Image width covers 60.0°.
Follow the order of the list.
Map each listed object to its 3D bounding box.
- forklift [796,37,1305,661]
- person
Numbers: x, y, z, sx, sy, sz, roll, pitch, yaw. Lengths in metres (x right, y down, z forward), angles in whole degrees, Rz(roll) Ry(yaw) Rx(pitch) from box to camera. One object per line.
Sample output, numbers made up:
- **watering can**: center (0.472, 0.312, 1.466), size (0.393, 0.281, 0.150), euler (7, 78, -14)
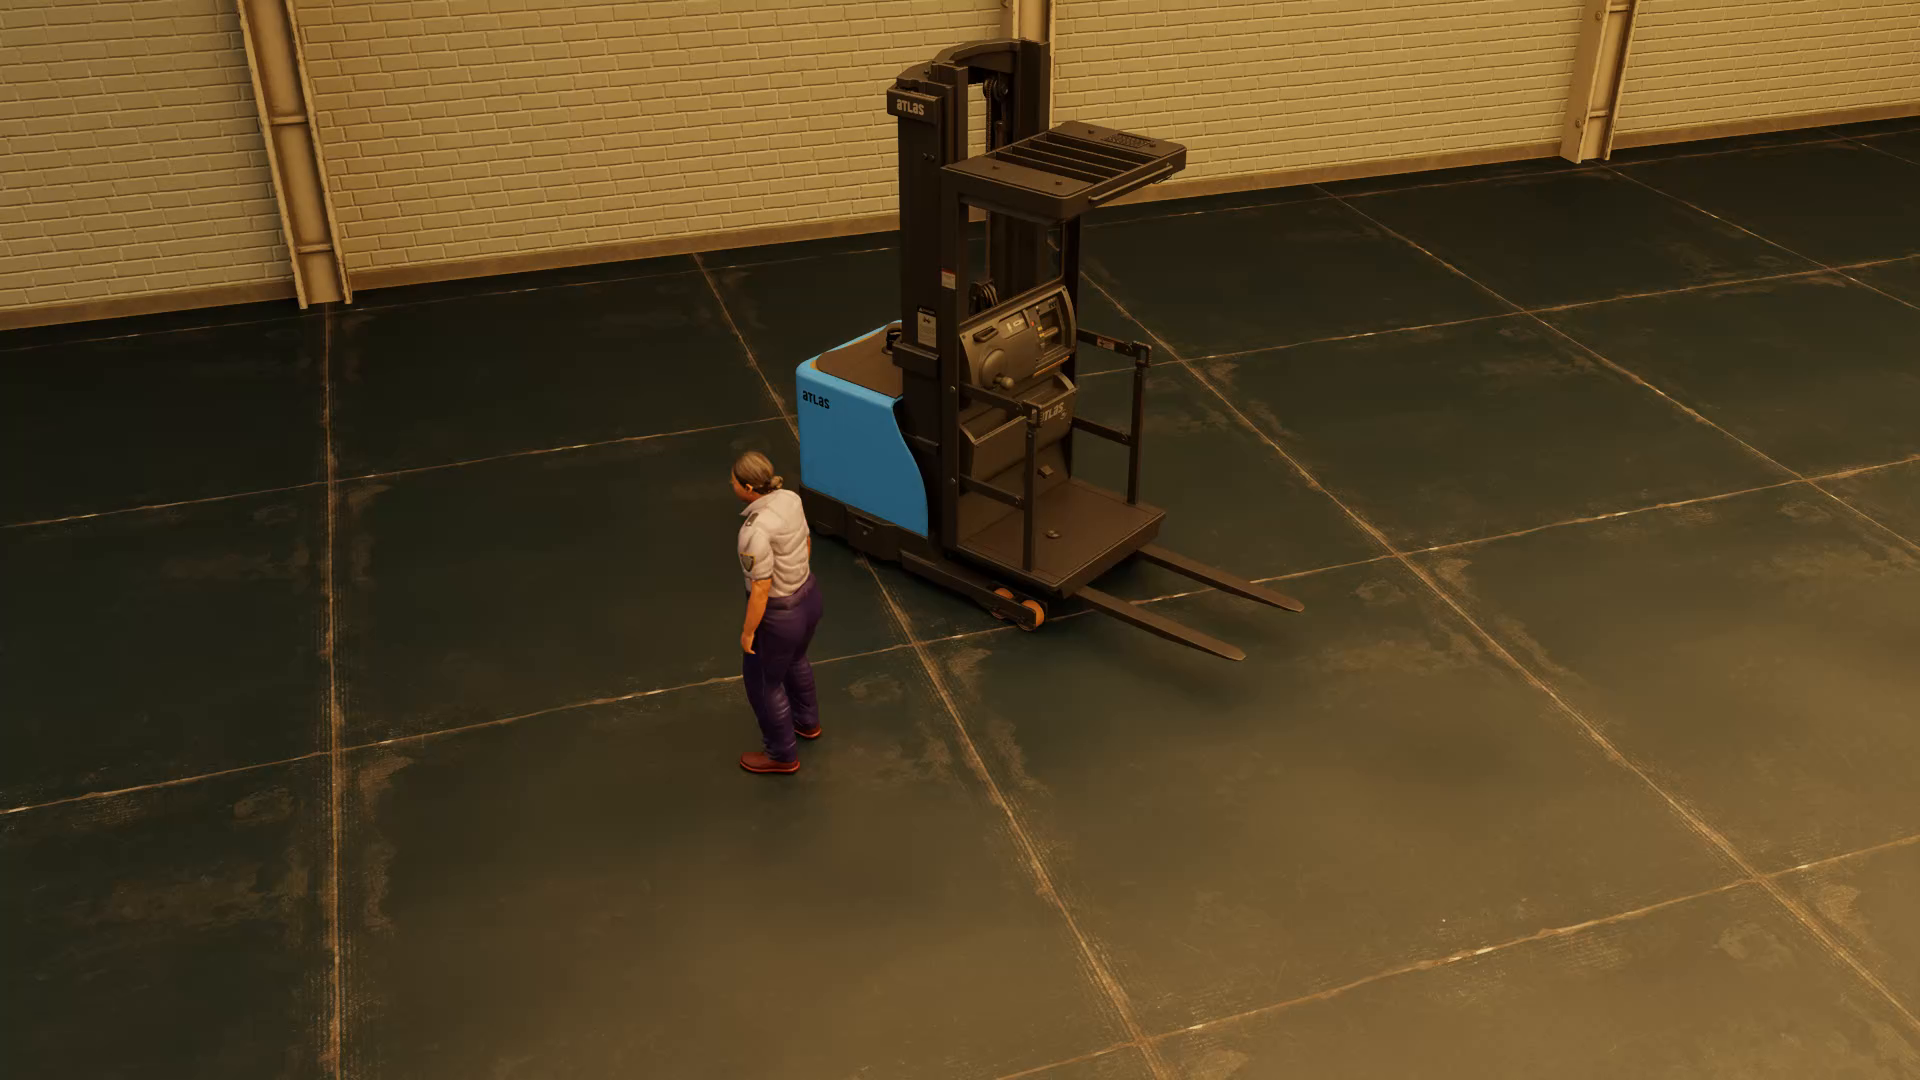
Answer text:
- **forklift**: center (0.484, -1.070, 8.946), size (3.031, 2.935, 1.130), euler (23, 37, 34)
- **person**: center (-0.859, 0.330, 7.802), size (0.380, 1.648, 0.540), euler (11, 32, 19)
